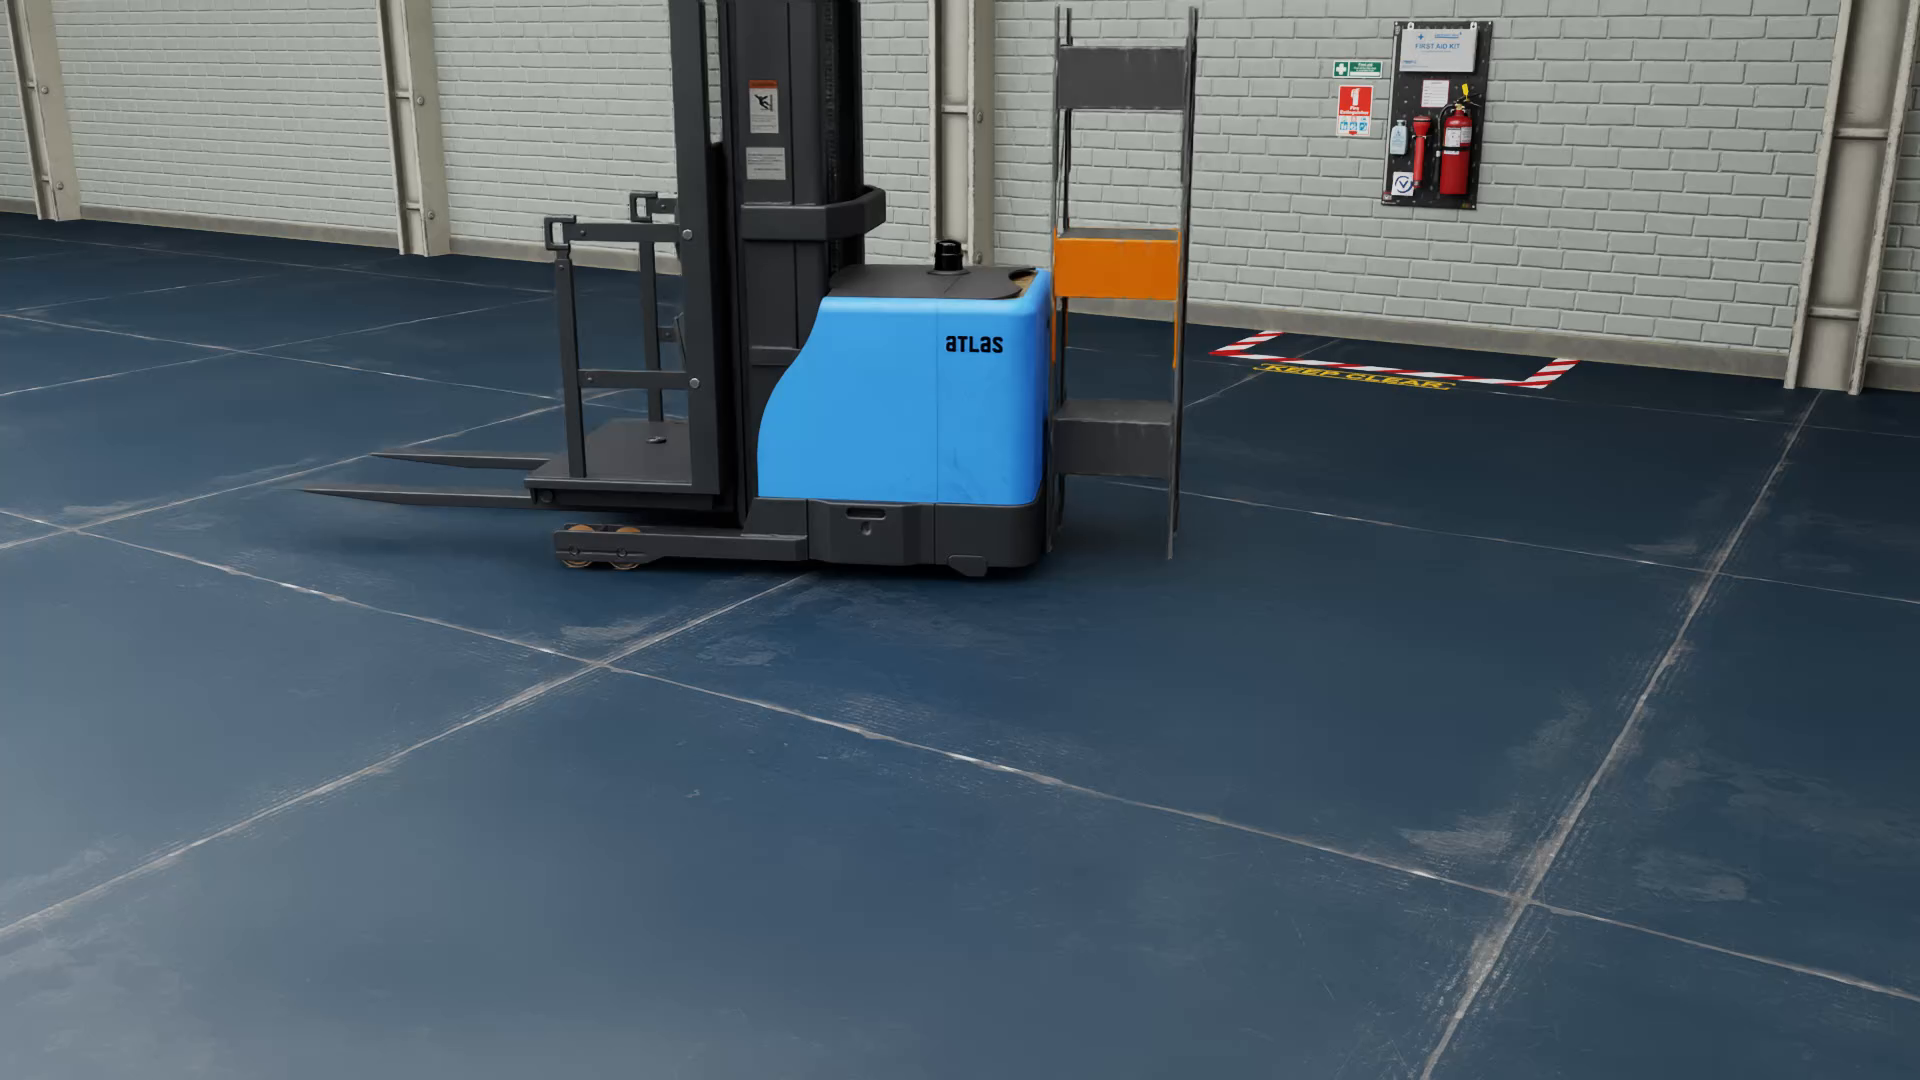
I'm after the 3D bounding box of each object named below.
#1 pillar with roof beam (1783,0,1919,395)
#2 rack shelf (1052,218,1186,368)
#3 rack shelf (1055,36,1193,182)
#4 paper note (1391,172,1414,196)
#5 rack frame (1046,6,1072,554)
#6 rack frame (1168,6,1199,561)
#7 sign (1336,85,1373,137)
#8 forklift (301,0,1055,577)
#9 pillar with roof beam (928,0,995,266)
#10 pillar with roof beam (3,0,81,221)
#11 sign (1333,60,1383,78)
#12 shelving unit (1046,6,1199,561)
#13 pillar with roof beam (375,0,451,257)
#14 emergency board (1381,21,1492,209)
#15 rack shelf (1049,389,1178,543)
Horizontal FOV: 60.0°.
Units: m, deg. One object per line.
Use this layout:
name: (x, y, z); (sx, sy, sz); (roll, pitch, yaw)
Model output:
pillar with roof beam: (2.874, -4.148, 5.056); (0.400, 9.000, 9.100); (10, 20, 30)
rack shelf: (0.630, -0.978, 6.535); (0.480, 0.518, 0.431); (3, 17, 10)
rack shelf: (0.630, -1.648, 6.331); (0.480, 0.518, 0.431); (3, 17, 10)
paper note: (2.926, -2.352, 10.979); (0.142, 0.148, 0.016); (10, 20, 30)
rack frame: (0.390, -1.004, 6.574); (0.015, 2.100, 0.400); (3, 17, 10)
rack frame: (0.869, -0.978, 6.487); (0.015, 2.100, 0.400); (3, 17, 10)
sign: (2.624, -2.856, 11.062); (0.234, 0.329, 0.001); (10, 20, 30)
forklift: (-1.151, -1.434, 6.558); (3.031, 2.935, 1.130); (2, 17, 7)
pillar with roof beam: (-2.239, -5.061, 8.060); (0.400, 9.000, 9.100); (10, 20, 30)
pillar with roof beam: (-12.464, -6.886, 14.069); (0.400, 9.000, 9.100); (10, 20, 30)
sign: (2.623, -3.107, 10.975); (0.331, 0.109, 0.001); (10, 20, 30)
shelving unit: (0.630, -0.991, 6.531); (0.503, 2.100, 0.431); (3, 17, 10)
pillar with roof beam: (-7.351, -5.974, 11.065); (0.400, 9.000, 9.100); (10, 20, 30)
emergency board: (3.041, -2.730, 10.706); (0.643, 1.169, 0.194); (10, 20, 30)
rack shelf: (0.630, -0.308, 6.738); (0.480, 0.518, 0.431); (3, 17, 10)
